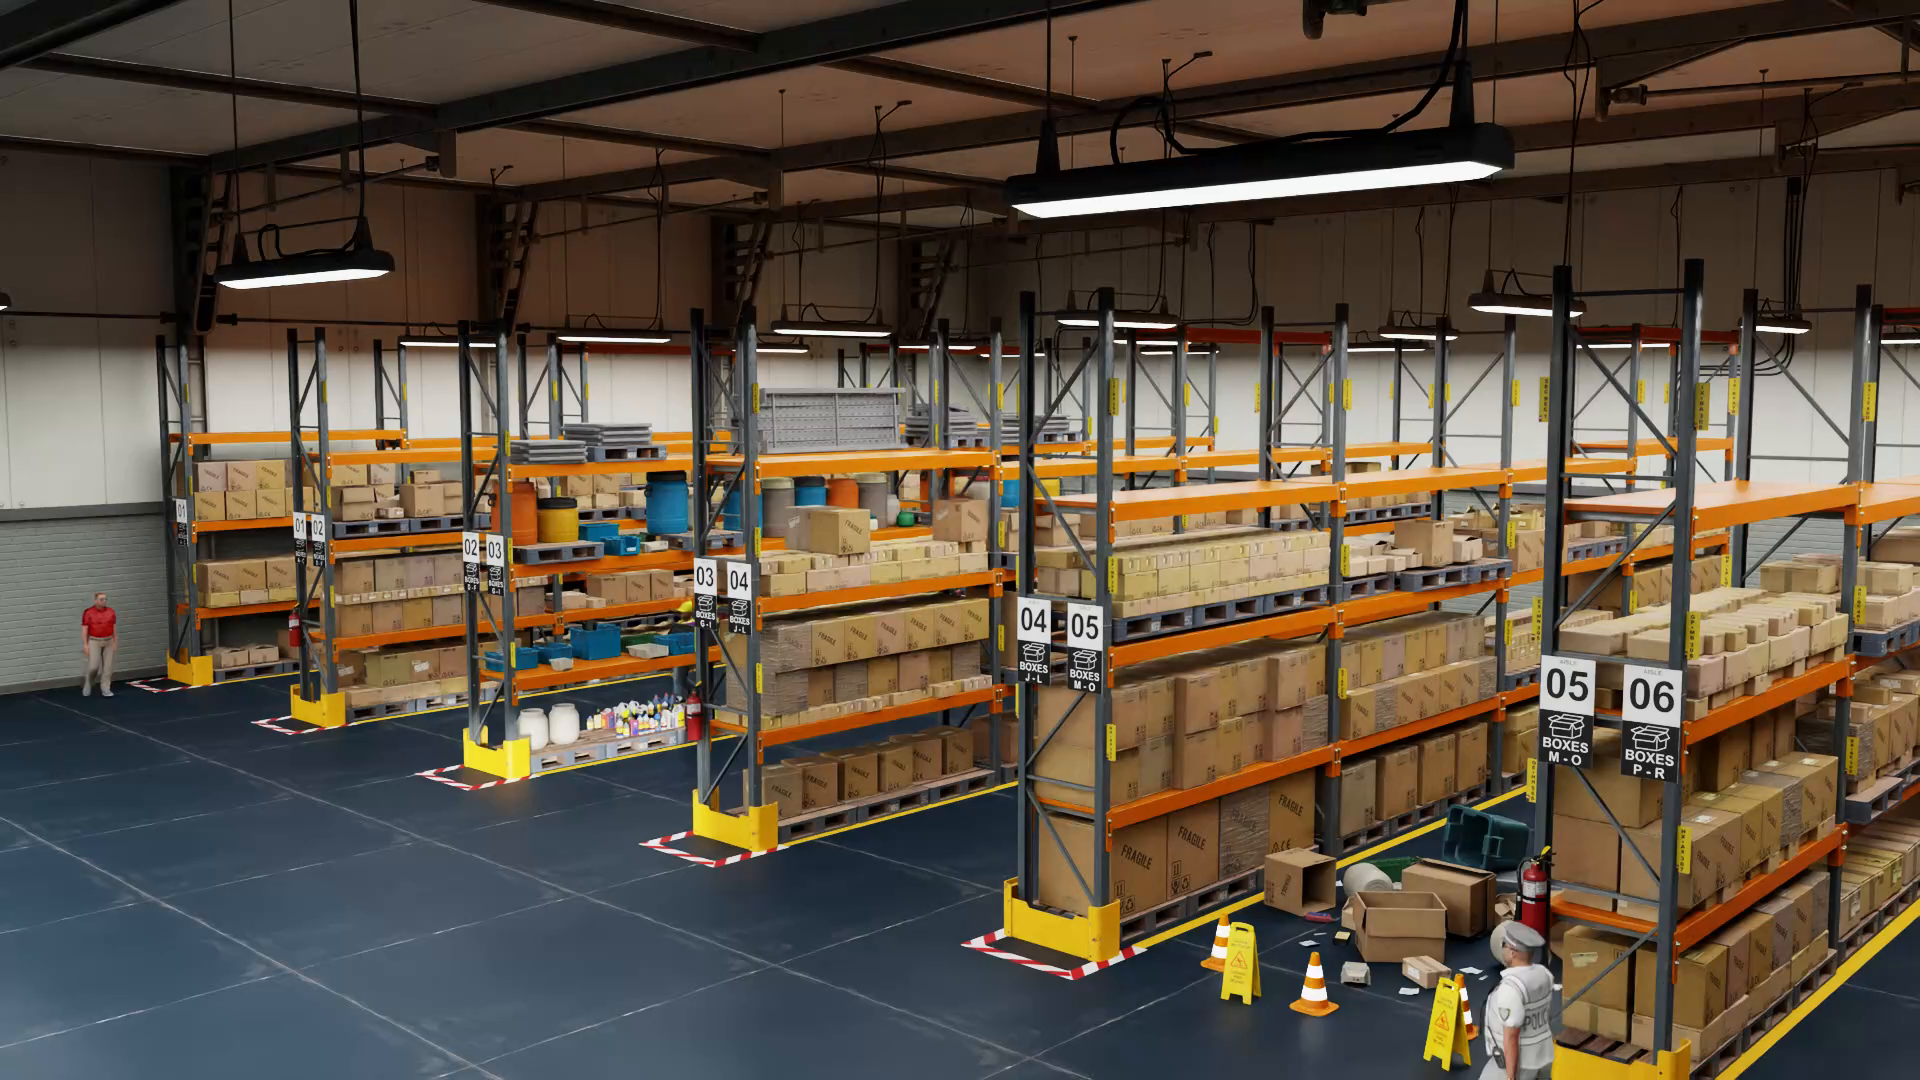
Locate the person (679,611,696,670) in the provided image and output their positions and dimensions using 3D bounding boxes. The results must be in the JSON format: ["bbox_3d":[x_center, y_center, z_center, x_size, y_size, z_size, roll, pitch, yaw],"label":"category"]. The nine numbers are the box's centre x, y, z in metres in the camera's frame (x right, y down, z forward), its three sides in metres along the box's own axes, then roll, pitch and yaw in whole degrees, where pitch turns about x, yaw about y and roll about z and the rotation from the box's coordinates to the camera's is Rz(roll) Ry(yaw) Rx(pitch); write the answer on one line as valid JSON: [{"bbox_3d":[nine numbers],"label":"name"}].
[{"bbox_3d":[-4.373,1.556,26.257,0.422,0.963,0.658,-3,6,-27],"label":"person"}]

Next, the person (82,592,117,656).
[{"bbox_3d":[-14.129,1.381,27.326,0.317,1.043,0.566,4,7,37],"label":"person"}]

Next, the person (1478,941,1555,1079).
[{"bbox_3d":[3.631,3.335,10.555,0.530,1.533,0.790,-5,8,-44],"label":"person"}]
